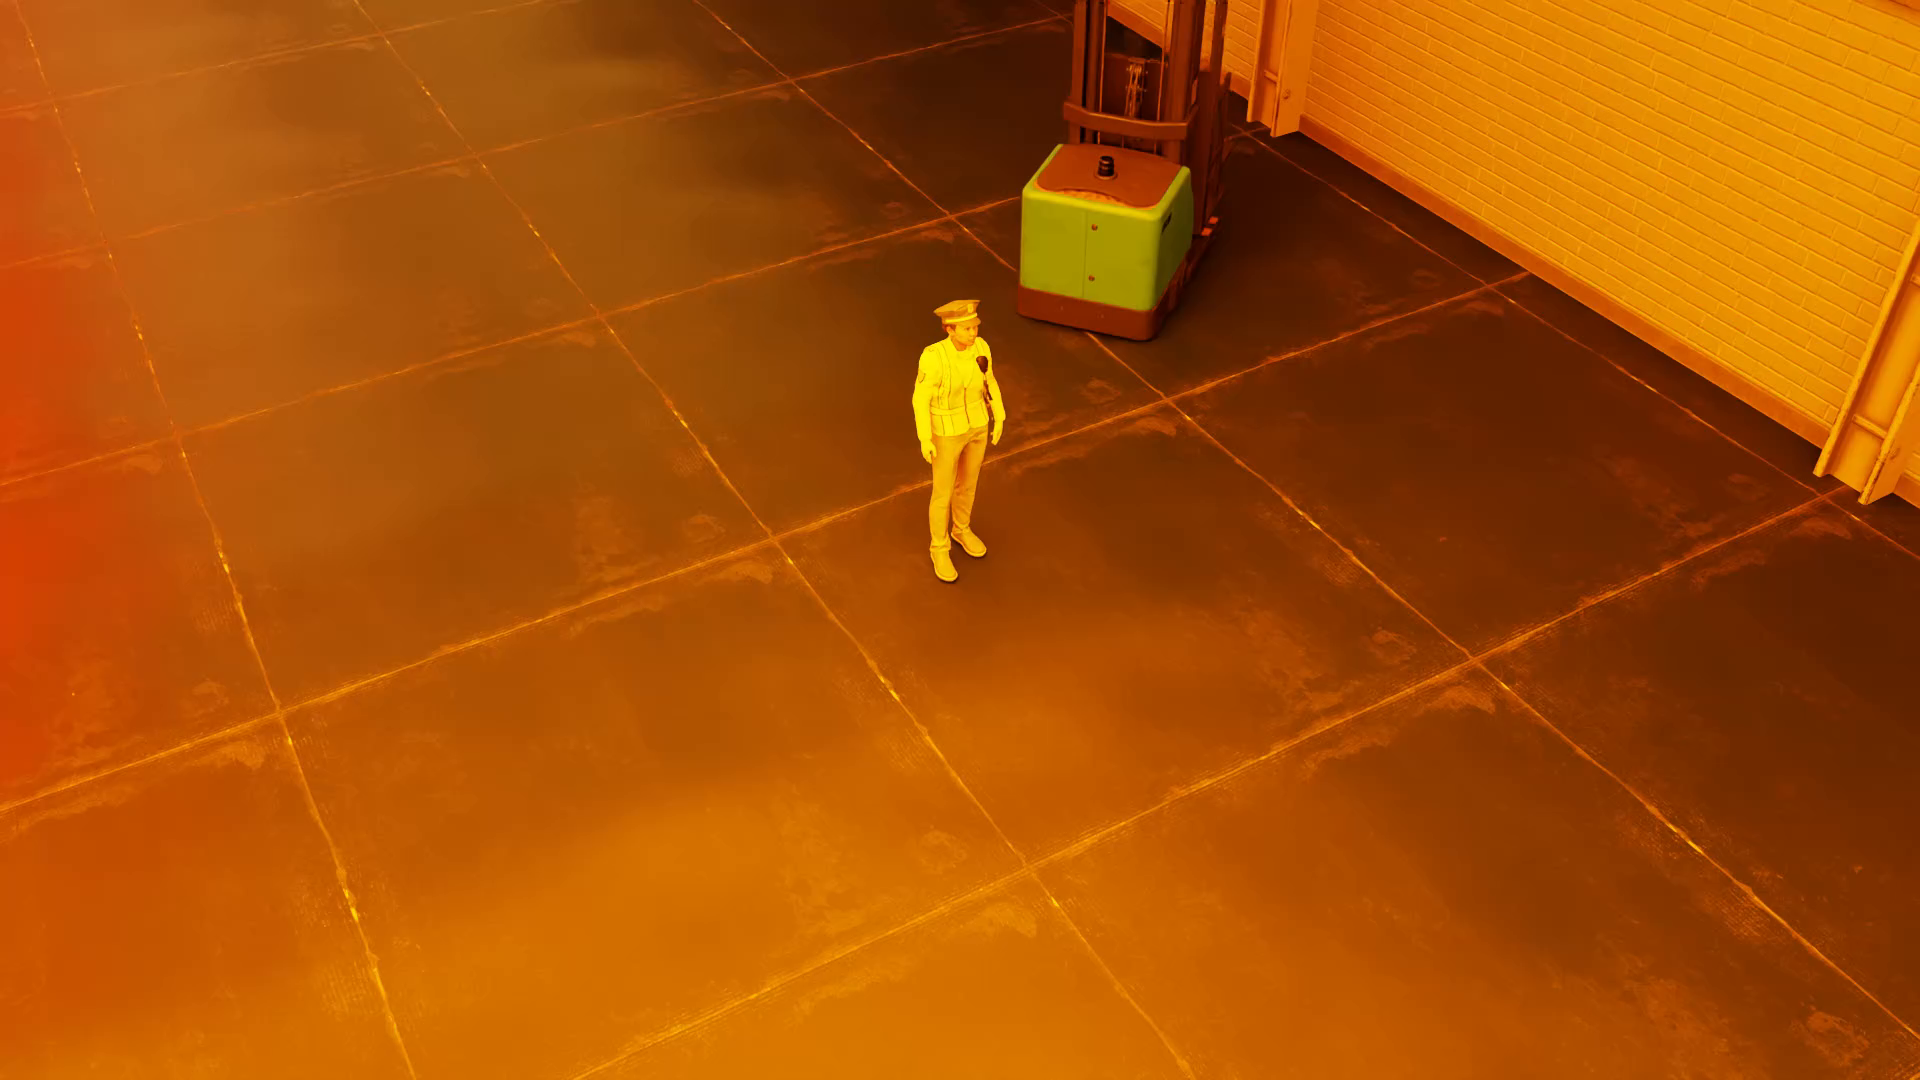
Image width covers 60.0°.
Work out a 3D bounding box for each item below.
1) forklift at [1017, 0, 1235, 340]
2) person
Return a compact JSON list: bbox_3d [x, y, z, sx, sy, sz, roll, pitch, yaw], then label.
[{"bbox_3d":[1.439,-3.507,12.264,1.130,2.935,3.031,14,42,17],"label":"forklift"},{"bbox_3d":[0.028,-0.619,9.739,0.587,1.696,0.534,-20,44,-23],"label":"person"}]
